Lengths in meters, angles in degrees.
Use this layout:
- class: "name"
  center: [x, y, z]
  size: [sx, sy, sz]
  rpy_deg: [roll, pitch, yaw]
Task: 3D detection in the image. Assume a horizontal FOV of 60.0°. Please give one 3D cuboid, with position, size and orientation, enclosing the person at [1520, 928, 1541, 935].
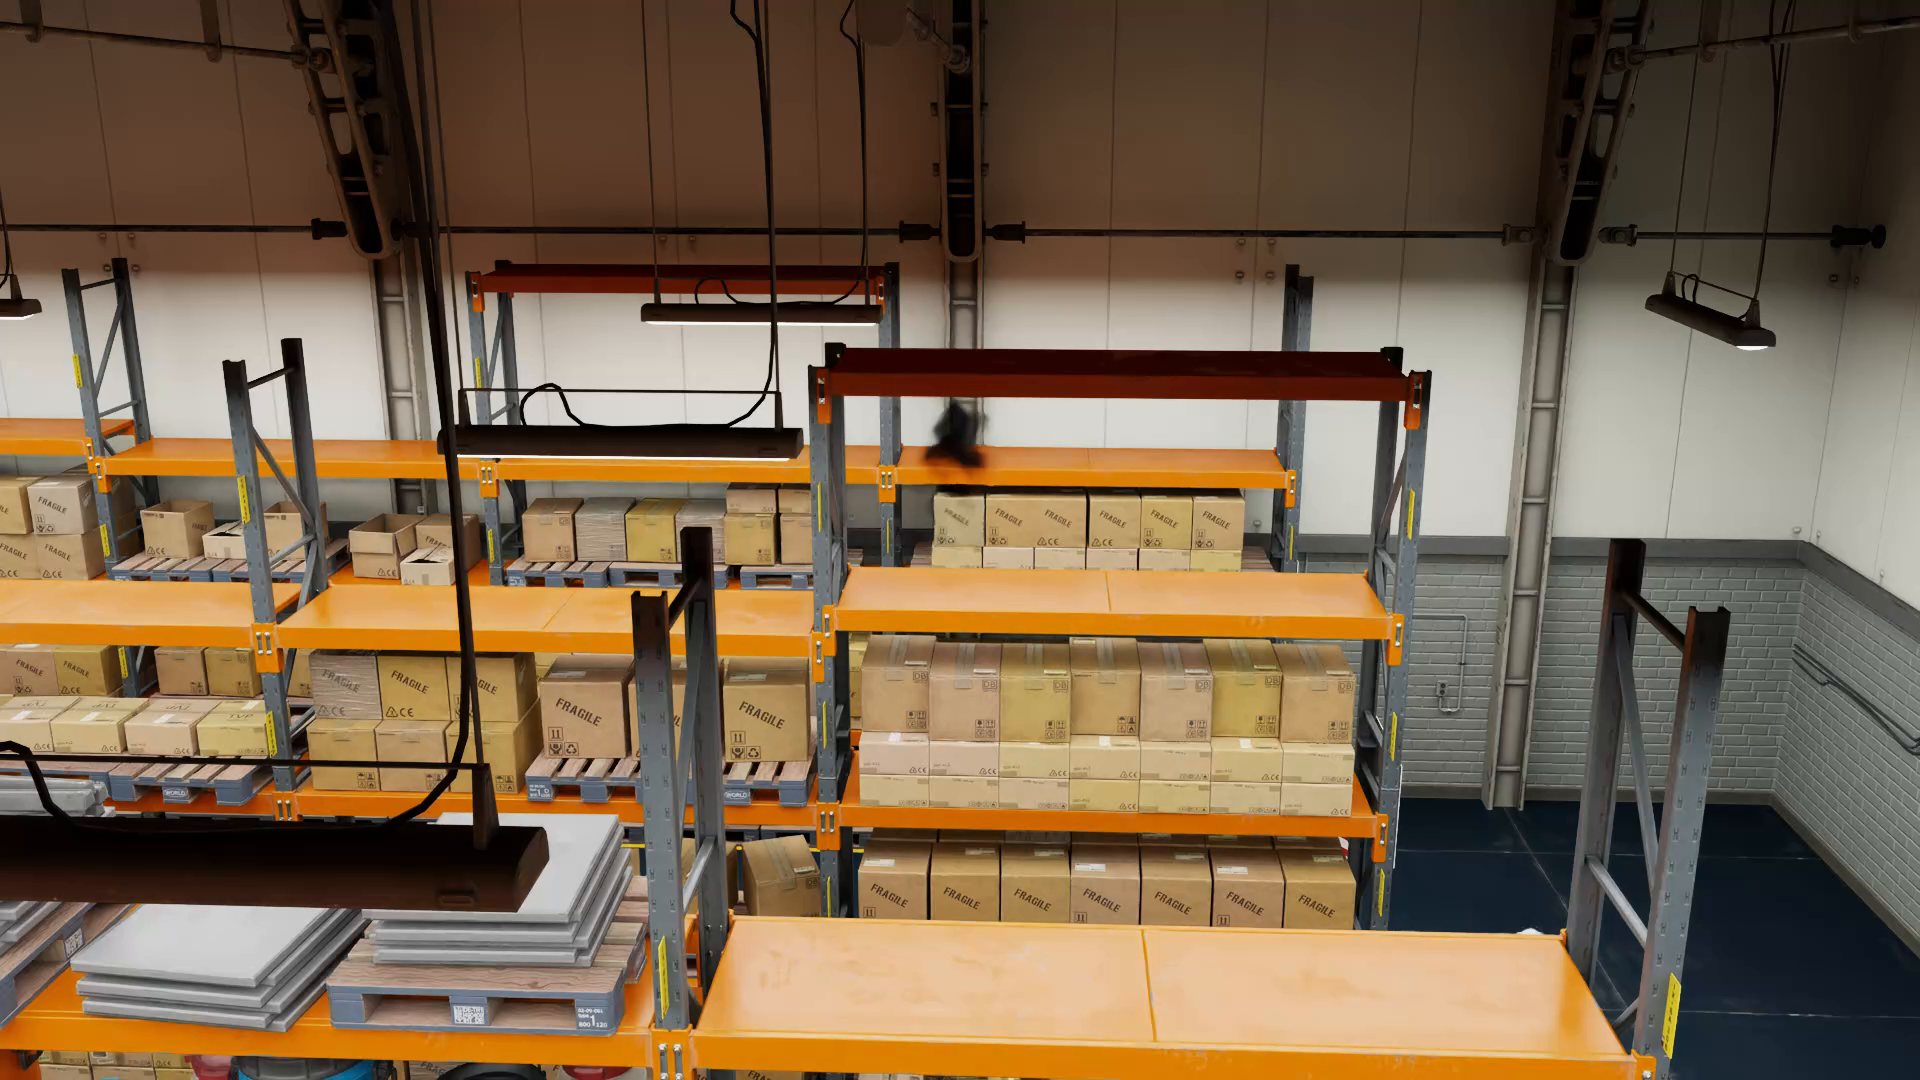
- class: "person"
  center: [4.236, 3.731, 12.579]
  size: [0.707, 1.802, 0.952]
  rpy_deg: [3, 16, 10]
